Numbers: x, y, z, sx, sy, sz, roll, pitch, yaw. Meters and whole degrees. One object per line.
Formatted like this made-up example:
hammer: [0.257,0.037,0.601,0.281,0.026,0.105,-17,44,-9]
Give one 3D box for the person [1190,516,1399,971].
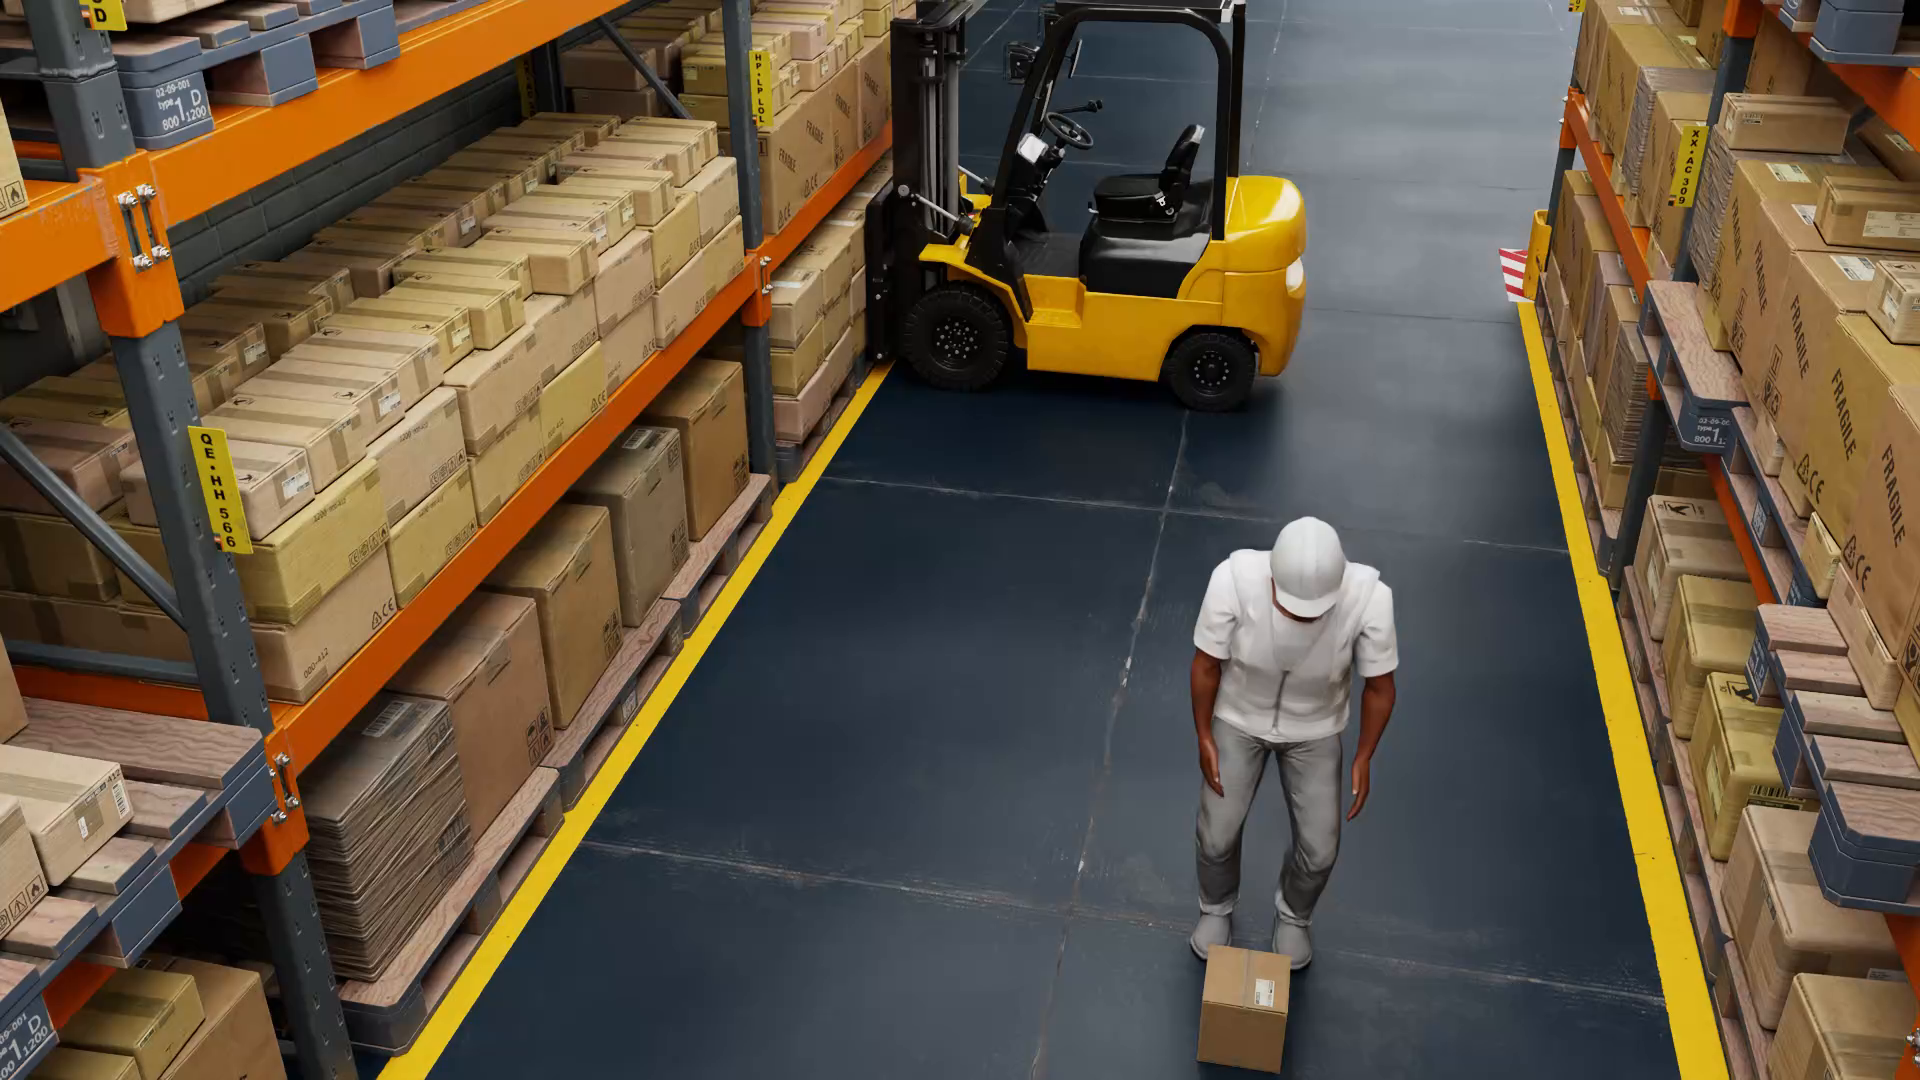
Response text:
person: [1.001,0.606,5.112,0.610,1.652,0.554,6,29,12]
